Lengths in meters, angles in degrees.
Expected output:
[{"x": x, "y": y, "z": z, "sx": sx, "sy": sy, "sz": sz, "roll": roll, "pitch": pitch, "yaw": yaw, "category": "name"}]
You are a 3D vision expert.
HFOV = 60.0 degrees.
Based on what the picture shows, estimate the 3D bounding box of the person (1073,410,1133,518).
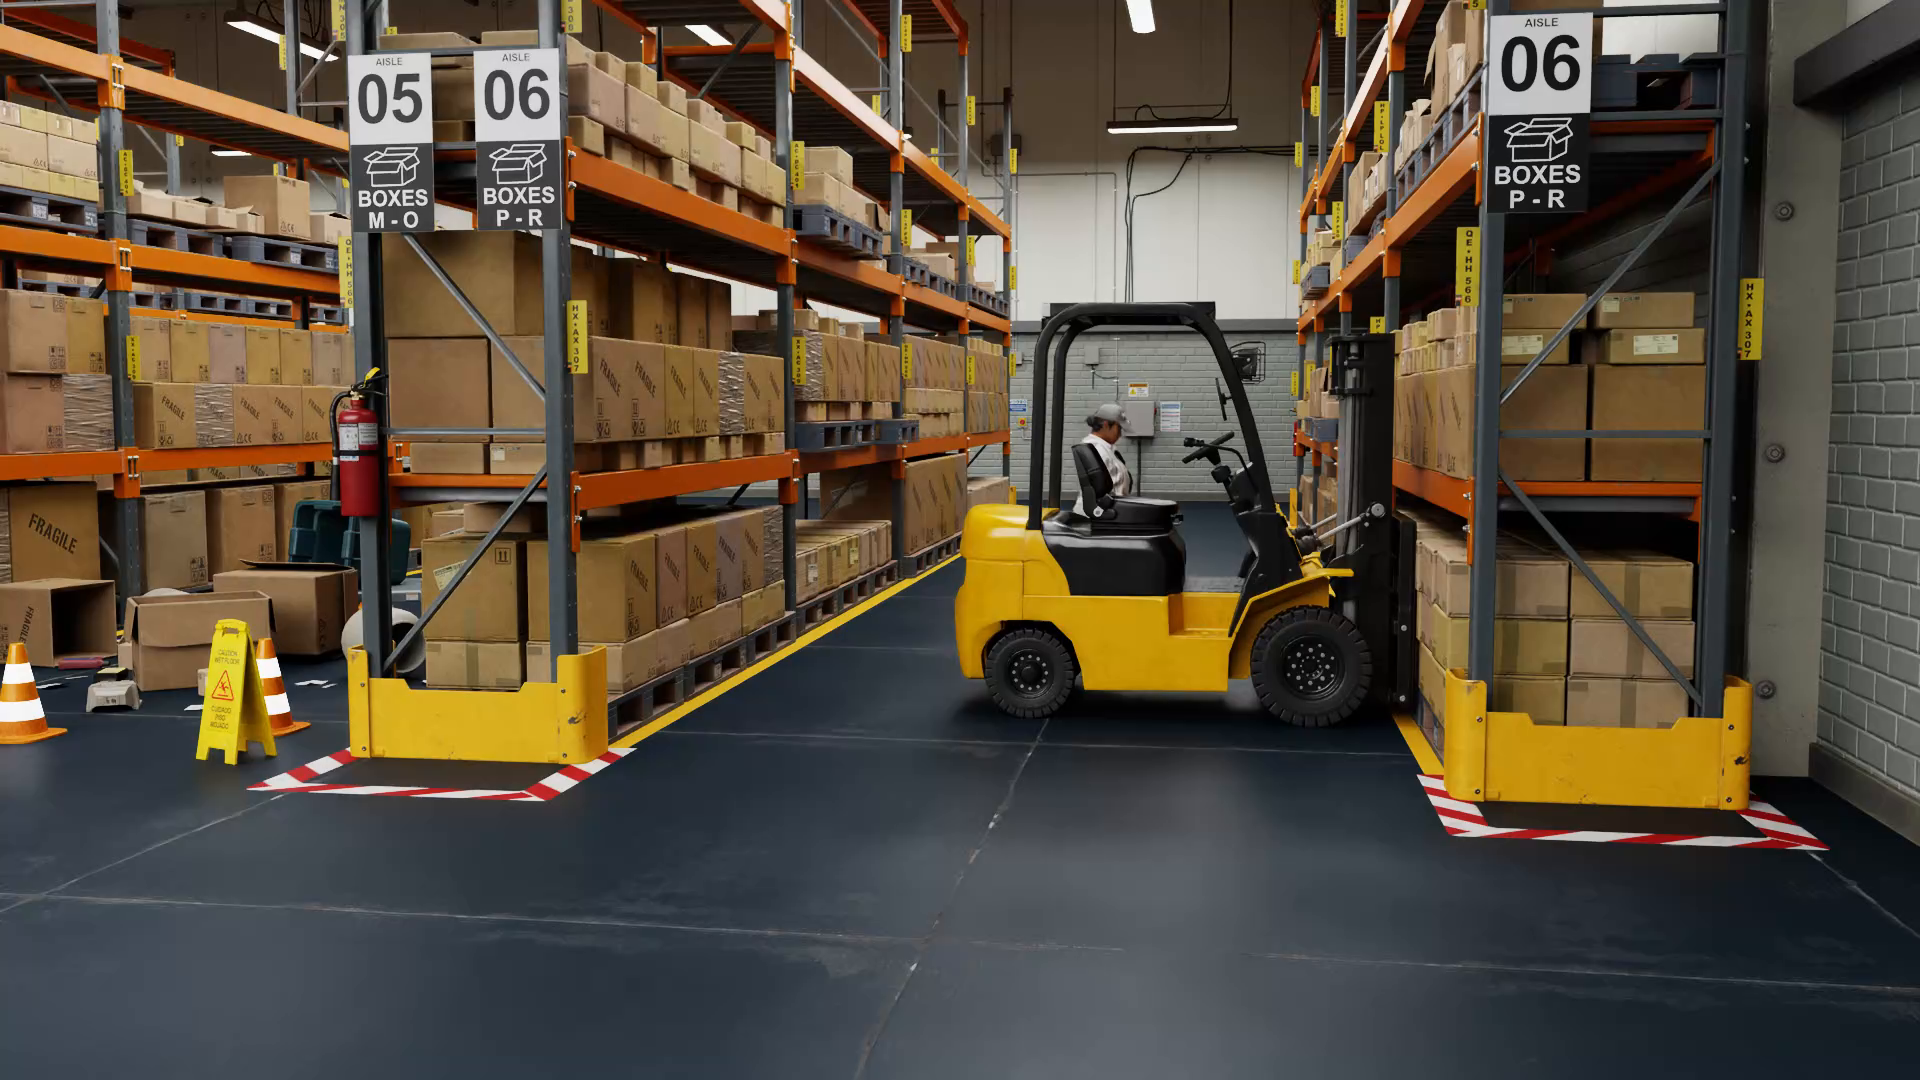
[{"x": 0.906, "y": -0.032, "z": 10.702, "sx": 0.388, "sy": 1.609, "sz": 0.478, "roll": 1, "pitch": 5, "yaw": 10, "category": "person"}]
